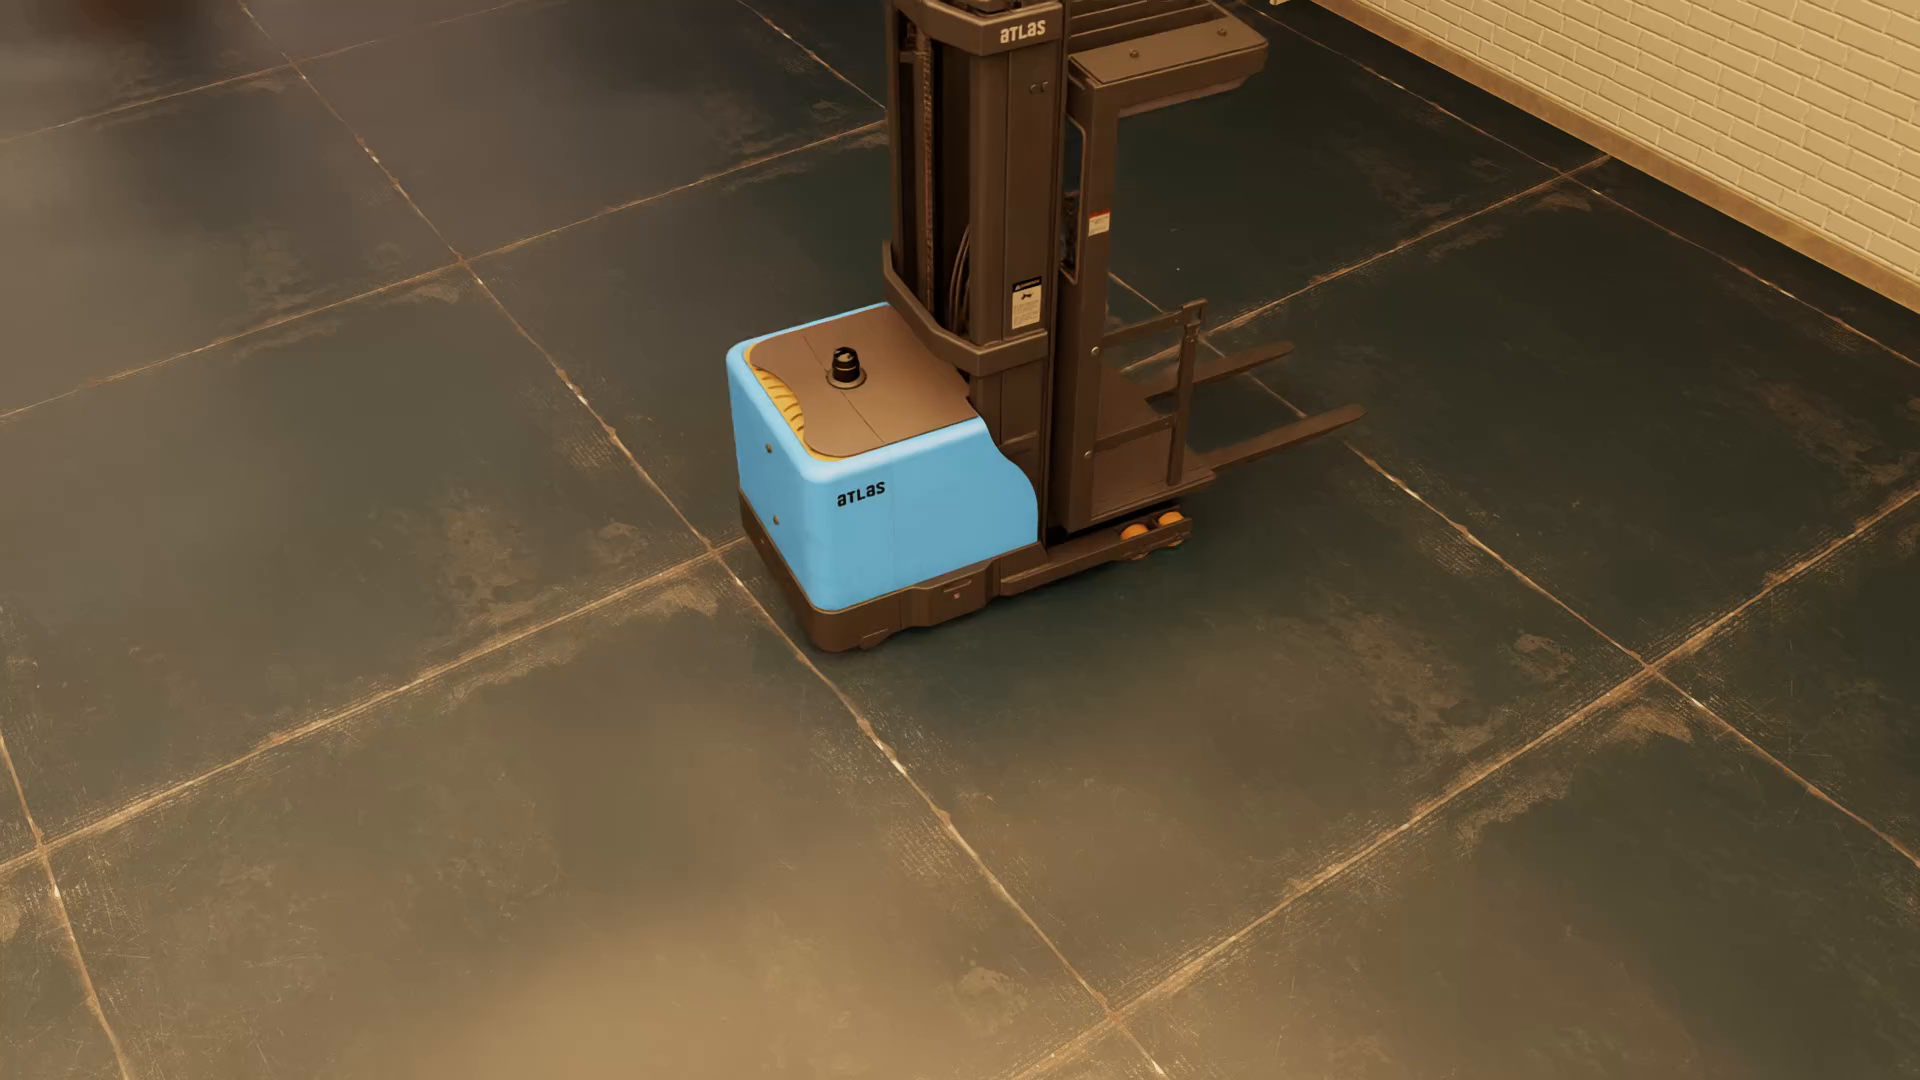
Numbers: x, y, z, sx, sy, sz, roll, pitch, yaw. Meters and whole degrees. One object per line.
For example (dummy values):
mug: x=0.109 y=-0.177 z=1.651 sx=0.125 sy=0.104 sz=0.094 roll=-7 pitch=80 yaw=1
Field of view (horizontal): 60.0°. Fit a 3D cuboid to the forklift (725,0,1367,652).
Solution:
forklift: x=0.519 y=-1.289 z=7.115 sx=3.031 sy=2.935 sz=1.130 roll=-19 pitch=46 yaw=-19
